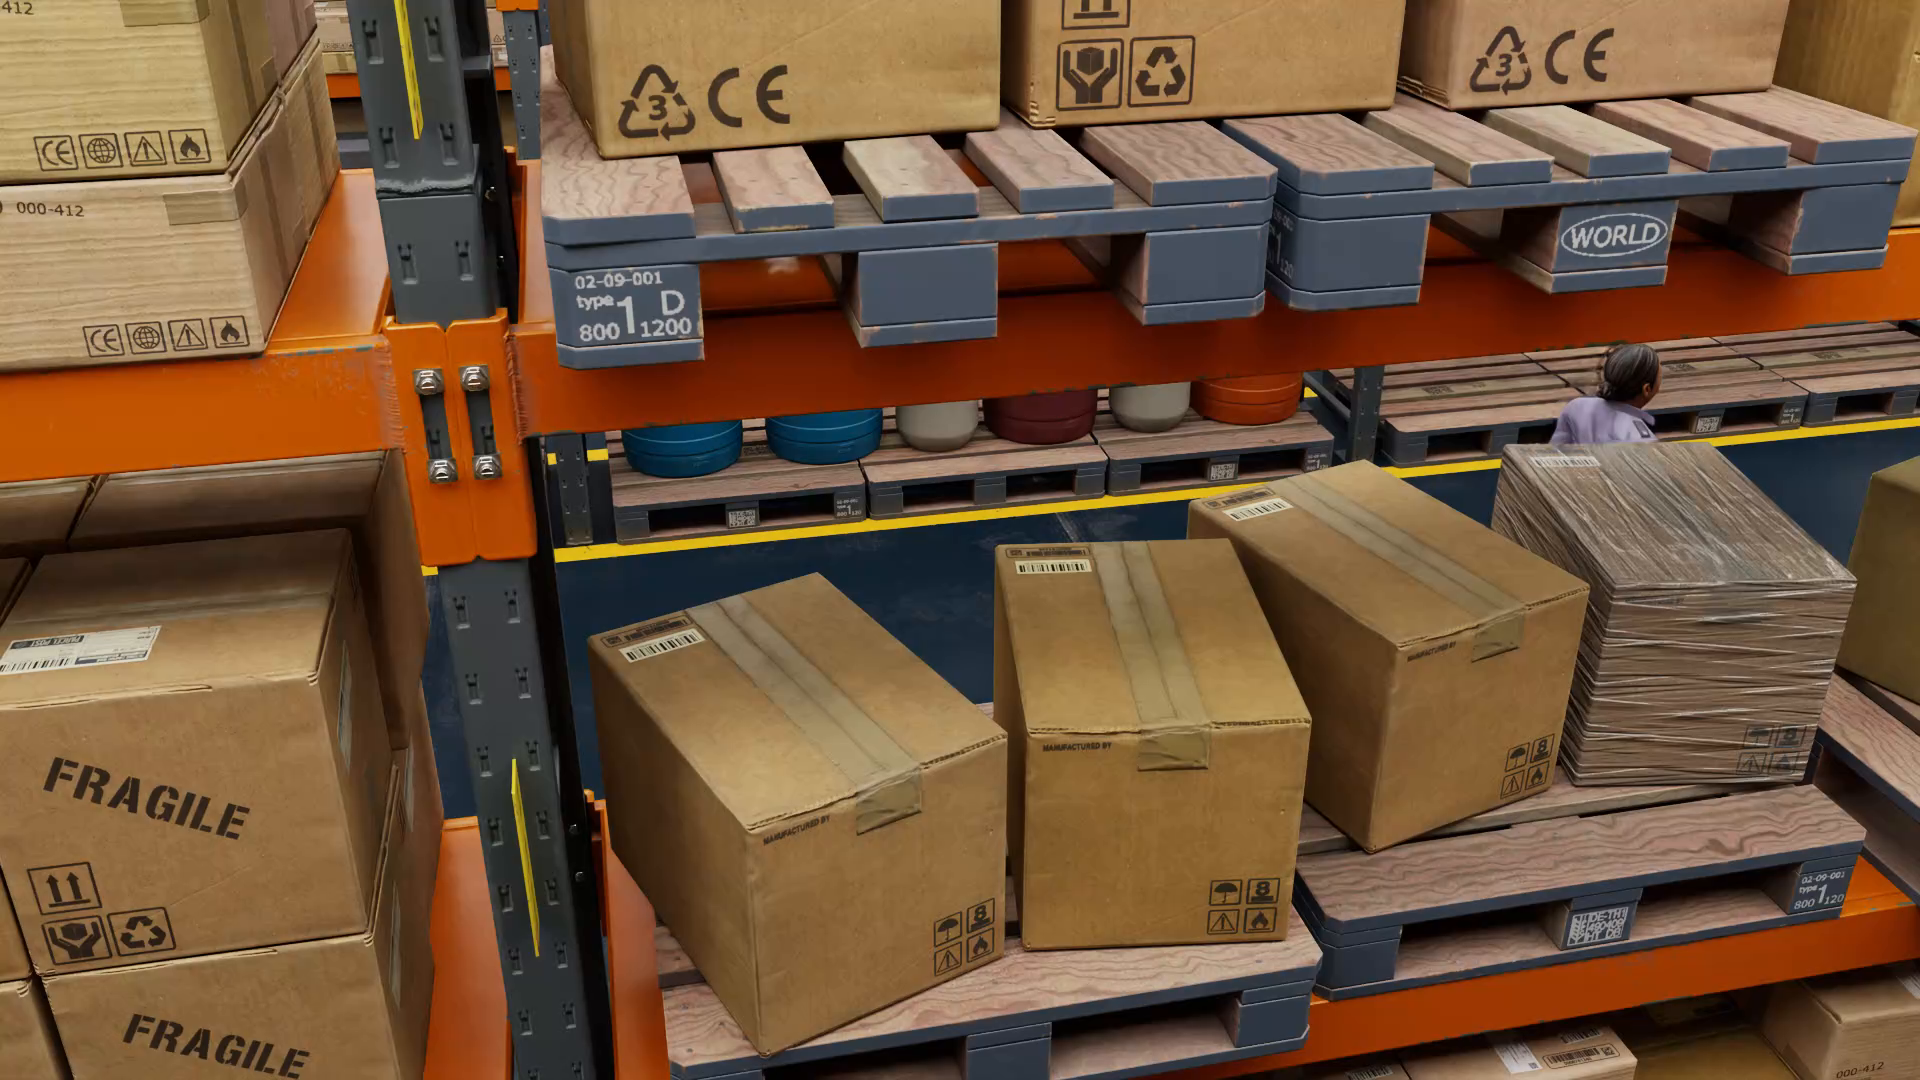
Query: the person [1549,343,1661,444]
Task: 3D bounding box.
[{"bbox_3d":[2.294,0.094,5.992,0.622,1.714,0.474,-4,27,-9],"label":"person"}]
